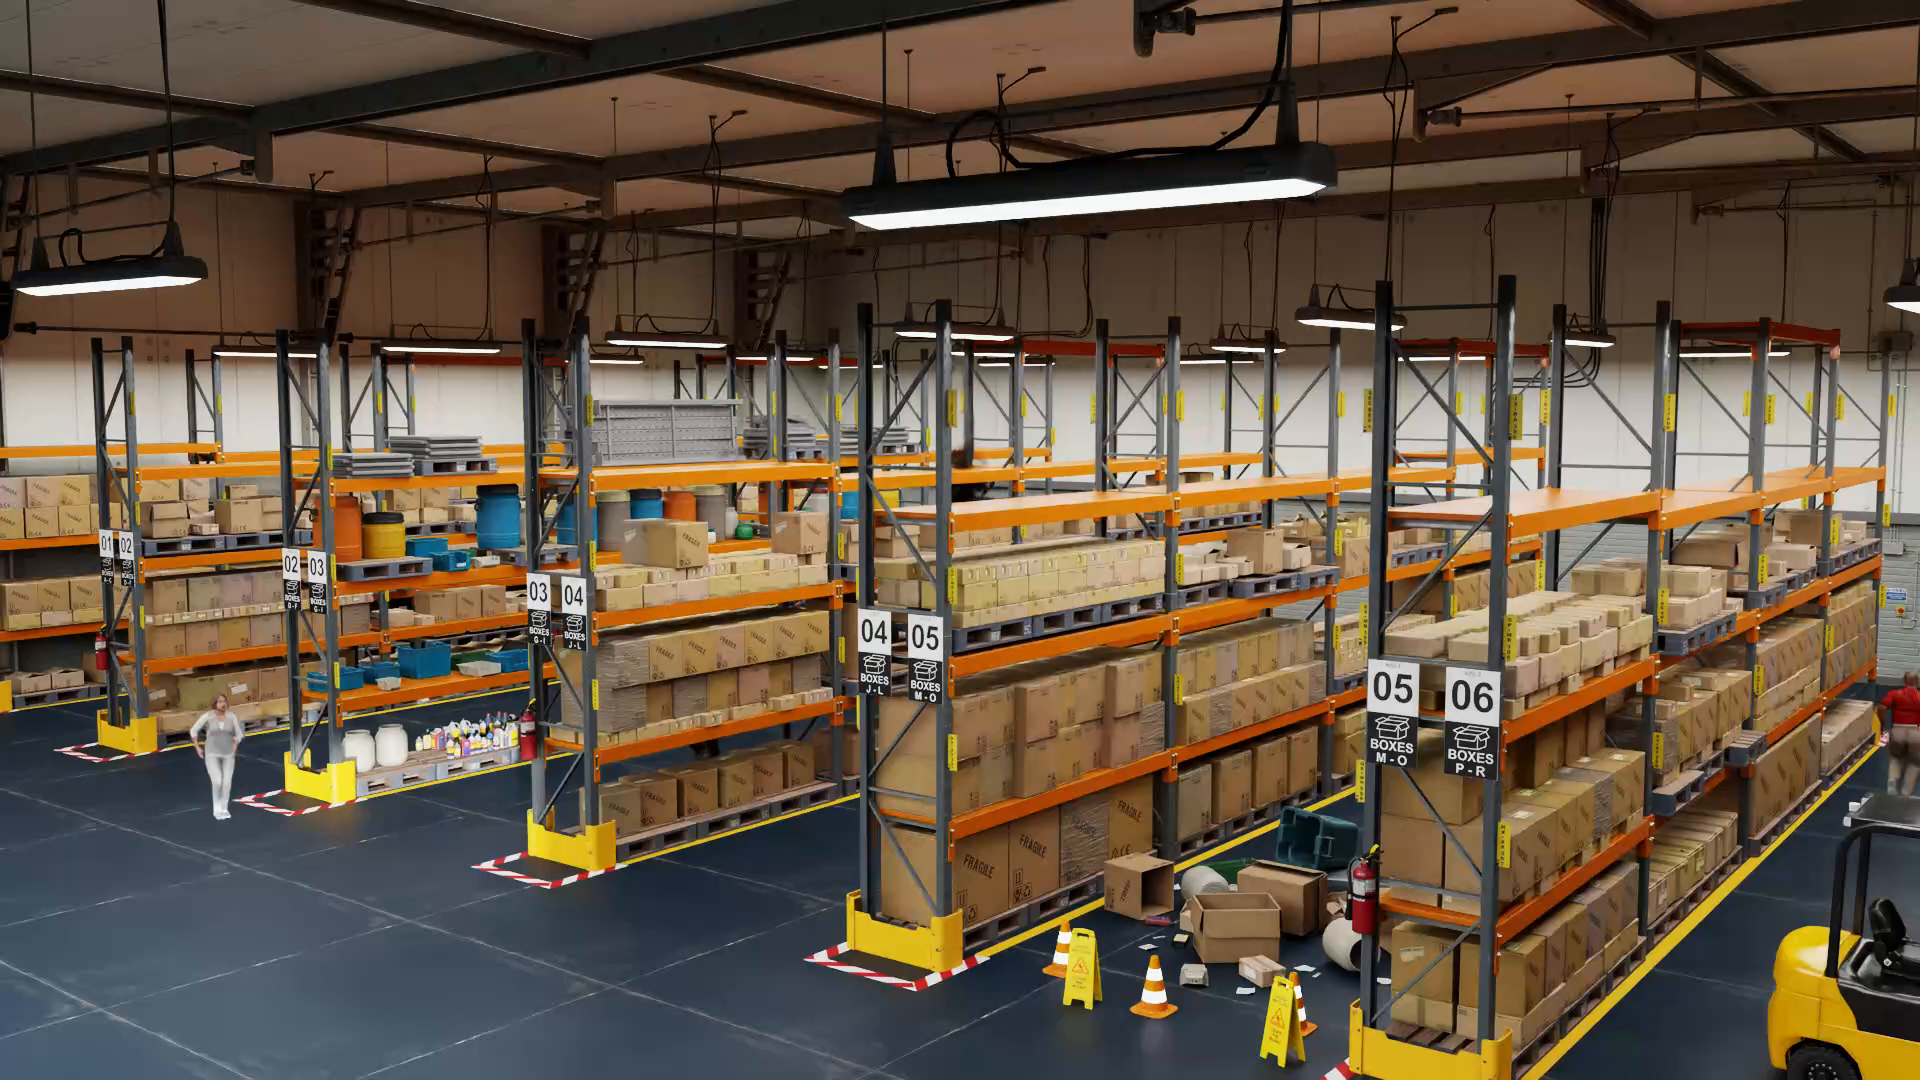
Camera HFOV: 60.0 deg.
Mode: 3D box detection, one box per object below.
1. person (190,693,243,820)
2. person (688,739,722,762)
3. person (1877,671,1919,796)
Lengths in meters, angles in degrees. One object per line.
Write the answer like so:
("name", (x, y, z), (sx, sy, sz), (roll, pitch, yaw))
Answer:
("person", (-8.966, 2.634, 20.137), (0.550, 1.560, 0.595), (-4, 6, -37))
("person", (-3.569, 2.300, 22.881), (0.691, 1.763, 0.746), (3, 6, 33))
("person", (12.016, 2.483, 21.098), (0.651, 1.688, 0.607), (4, 6, 35))
